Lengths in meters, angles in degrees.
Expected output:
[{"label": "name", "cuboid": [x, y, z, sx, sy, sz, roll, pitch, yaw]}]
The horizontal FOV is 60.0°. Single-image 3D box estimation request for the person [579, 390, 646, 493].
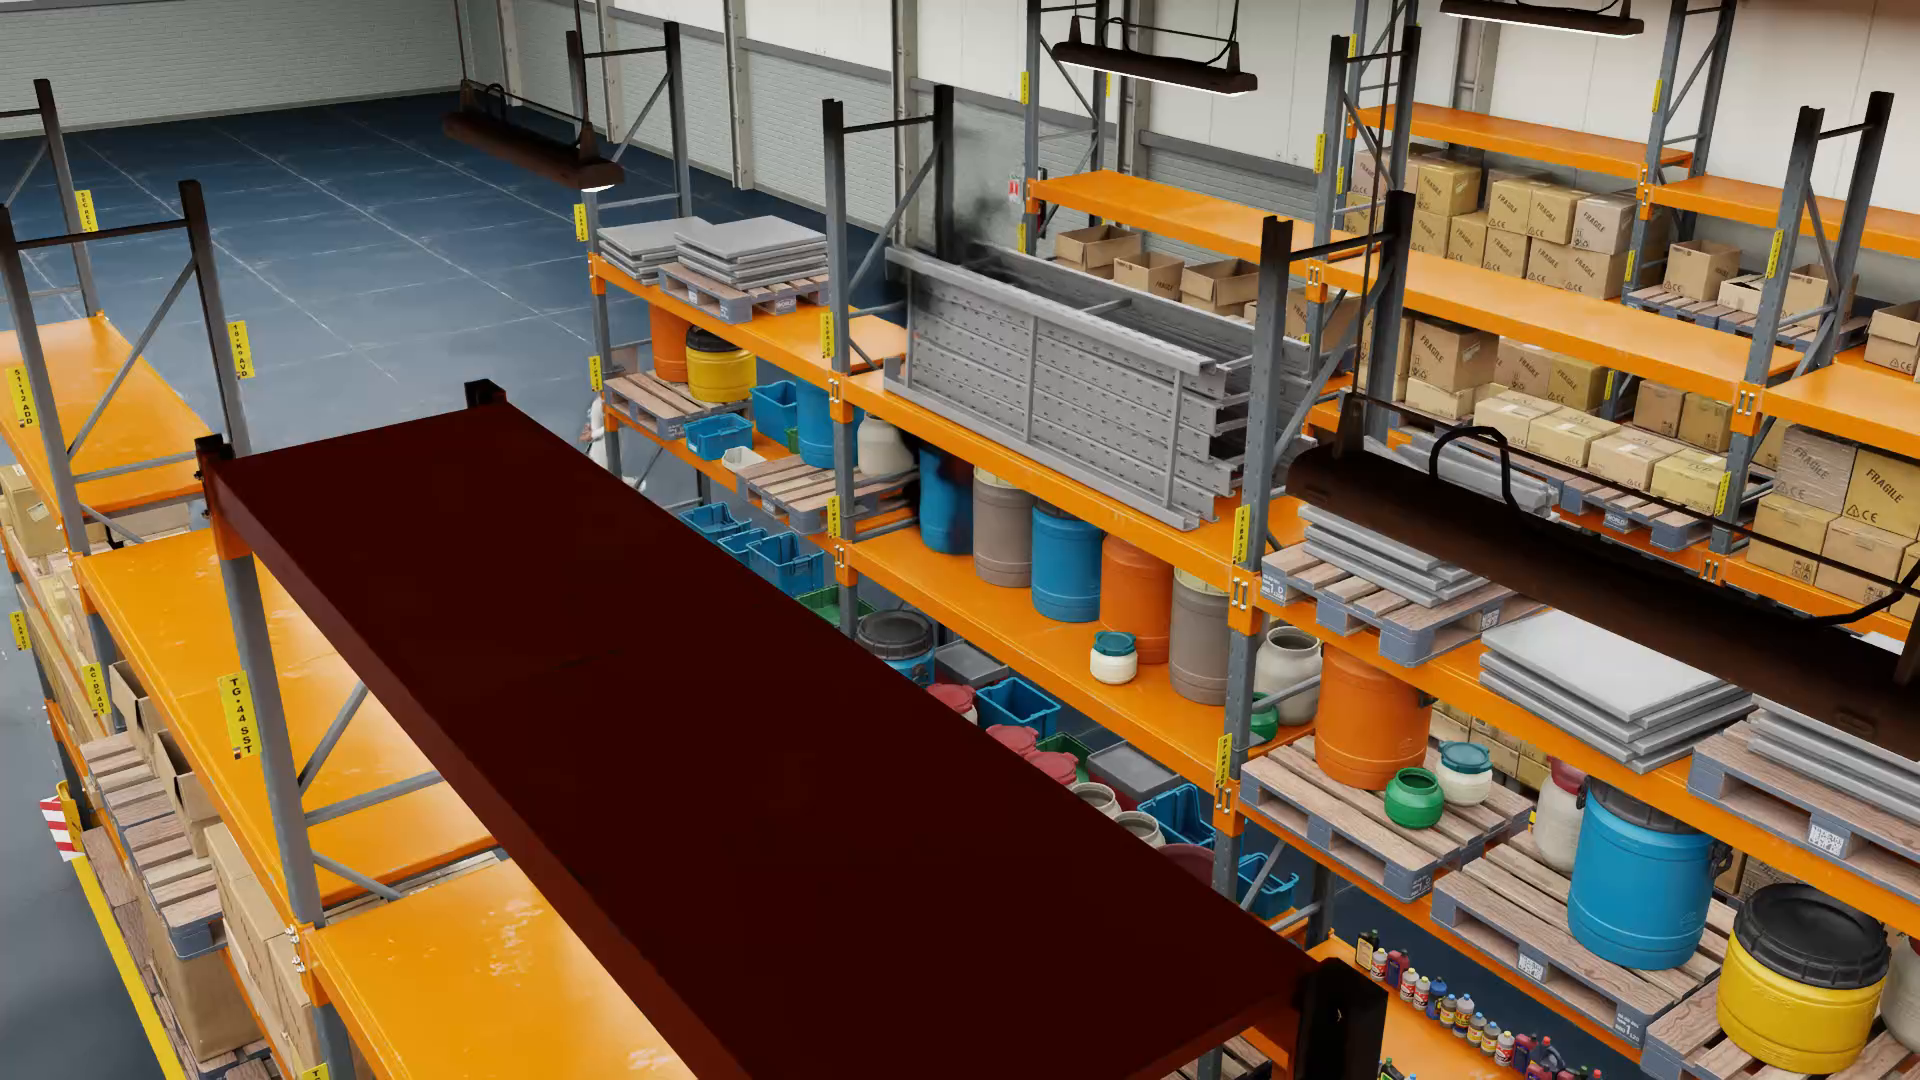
[{"label": "person", "cuboid": [-4.081, -1.121, 19.345, 0.753, 1.730, 0.712, -5, 25, -10]}]
